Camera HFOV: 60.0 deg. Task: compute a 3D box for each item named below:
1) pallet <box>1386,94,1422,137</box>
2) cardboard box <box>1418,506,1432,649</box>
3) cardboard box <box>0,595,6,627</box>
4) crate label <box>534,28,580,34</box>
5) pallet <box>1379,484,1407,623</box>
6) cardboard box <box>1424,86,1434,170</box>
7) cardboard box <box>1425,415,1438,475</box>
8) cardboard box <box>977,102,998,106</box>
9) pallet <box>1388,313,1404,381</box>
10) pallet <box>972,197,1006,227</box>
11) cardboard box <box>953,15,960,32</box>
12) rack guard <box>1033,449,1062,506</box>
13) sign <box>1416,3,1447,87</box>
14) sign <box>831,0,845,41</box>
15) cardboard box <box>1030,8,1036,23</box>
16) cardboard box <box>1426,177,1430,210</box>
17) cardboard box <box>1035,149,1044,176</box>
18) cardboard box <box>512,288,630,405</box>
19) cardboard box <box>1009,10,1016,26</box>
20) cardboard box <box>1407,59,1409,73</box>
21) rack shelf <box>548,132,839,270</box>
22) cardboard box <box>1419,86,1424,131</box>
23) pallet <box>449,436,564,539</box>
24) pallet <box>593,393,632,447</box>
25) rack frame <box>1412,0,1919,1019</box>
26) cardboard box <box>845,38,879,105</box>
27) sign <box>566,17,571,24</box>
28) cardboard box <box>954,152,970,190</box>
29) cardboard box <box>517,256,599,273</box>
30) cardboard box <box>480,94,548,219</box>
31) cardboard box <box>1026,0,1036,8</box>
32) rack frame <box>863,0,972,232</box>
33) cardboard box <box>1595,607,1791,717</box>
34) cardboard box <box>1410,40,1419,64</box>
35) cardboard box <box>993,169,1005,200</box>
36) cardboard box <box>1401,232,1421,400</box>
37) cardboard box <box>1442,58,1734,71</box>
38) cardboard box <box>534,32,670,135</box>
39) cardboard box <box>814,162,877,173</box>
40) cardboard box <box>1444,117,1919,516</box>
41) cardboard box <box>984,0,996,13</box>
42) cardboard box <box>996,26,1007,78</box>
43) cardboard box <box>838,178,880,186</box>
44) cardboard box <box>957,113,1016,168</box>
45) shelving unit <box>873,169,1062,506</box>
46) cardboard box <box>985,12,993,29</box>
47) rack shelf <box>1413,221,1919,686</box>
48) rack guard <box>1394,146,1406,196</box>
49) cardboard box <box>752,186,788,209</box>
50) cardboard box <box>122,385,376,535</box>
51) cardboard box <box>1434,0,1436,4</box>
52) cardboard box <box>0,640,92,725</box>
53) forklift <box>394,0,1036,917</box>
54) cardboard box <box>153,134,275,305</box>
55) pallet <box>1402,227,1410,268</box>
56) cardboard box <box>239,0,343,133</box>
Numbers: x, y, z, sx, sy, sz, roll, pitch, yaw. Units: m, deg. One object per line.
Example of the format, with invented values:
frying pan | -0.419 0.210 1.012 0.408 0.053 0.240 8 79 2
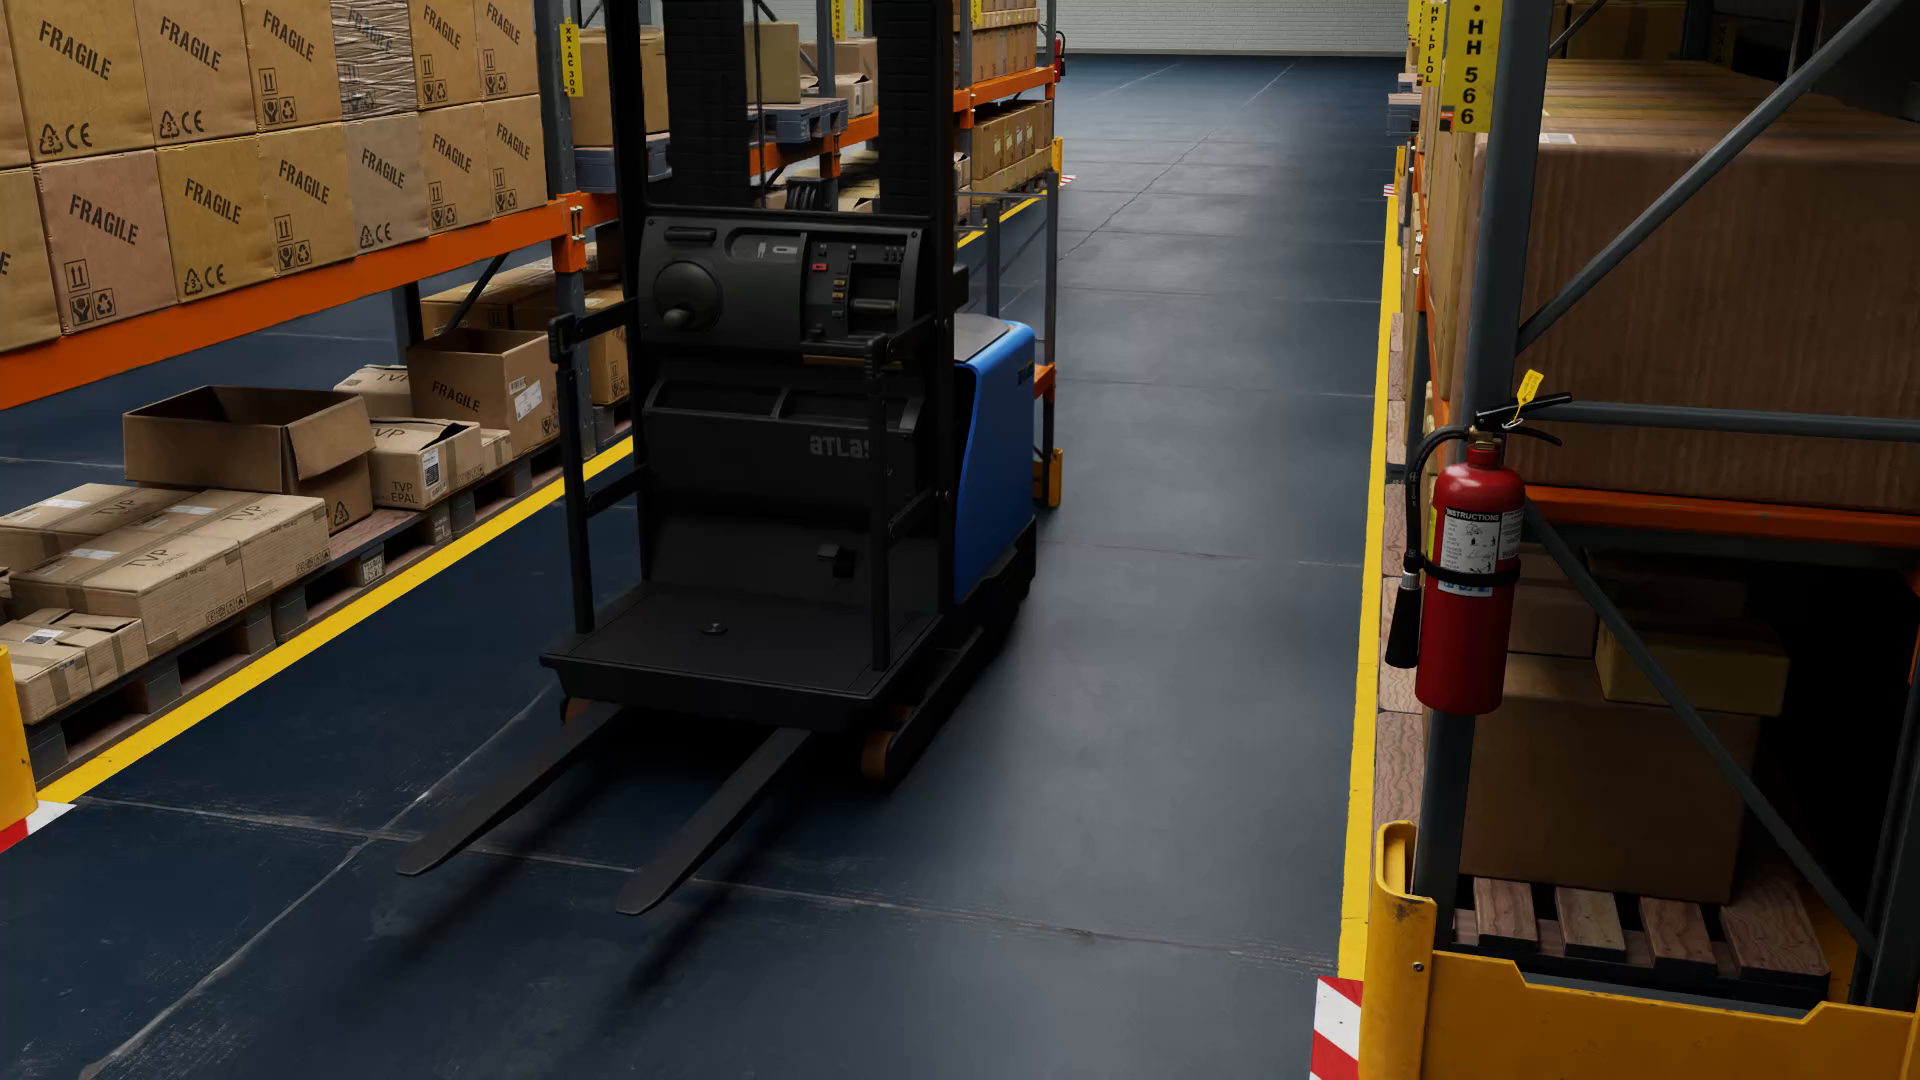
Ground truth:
pallet | 3.510 -2.870 11.247 1.213 0.211 1.003 5 19 13
cardboard box | 1.803 0.221 5.118 0.700 0.500 0.500 4 19 12
cardboard box | -3.426 0.173 5.227 0.500 0.500 0.500 5 19 13
crate label | -4.400 -5.437 18.412 0.502 0.435 0.616 5 19 13
pallet | 2.200 0.076 6.637 1.003 0.211 1.213 5 19 13
cardboard box | 2.446 -1.998 7.751 0.500 0.500 0.500 5 19 14
cardboard box | 1.792 -0.315 5.684 0.380 0.149 0.250 4 19 12
cardboard box | 0.123 -4.572 18.375 0.500 0.500 0.500 5 19 13
pallet | 3.174 -1.168 10.282 1.003 0.211 1.213 5 19 13
pallet | -0.153 -3.299 16.520 1.003 0.211 1.213 5 19 13
cardboard box | -0.134 -4.796 15.430 0.380 0.149 0.250 5 19 13
rack guard | 0.179 -0.310 7.709 0.587 0.250 0.087 5 20 15
sign | 1.934 -2.026 6.809 0.100 0.325 0.005 5 19 13
sign | -0.836 -3.590 11.388 0.100 0.325 0.005 5 19 13
cardboard box | 0.618 -5.764 18.264 0.380 0.149 0.250 5 20 15
cardboard box | 2.309 -1.575 7.517 0.380 0.149 0.250 5 19 14
cardboard box | 0.635 -4.175 18.375 0.500 0.250 0.500 5 19 13
cardboard box | -1.988 -1.023 8.729 0.500 0.500 0.500 4 19 11
cardboard box | 0.366 -5.440 17.316 0.380 0.149 0.250 5 20 15
cardboard box | 4.598 -4.566 16.116 0.500 0.250 0.500 5 19 14
rack shelf | -1.854 -2.152 9.960 1.077 0.370 4.000 5 19 13
cardboard box | 2.936 -2.631 9.605 0.500 0.500 0.500 5 20 15
pallet | -2.511 -0.331 7.829 1.003 0.211 1.213 5 19 13
pallet | -2.180 -0.804 9.214 1.003 0.211 1.213 5 19 13
rack frame | 1.485 -0.222 3.196 1.000 3.000 0.127 5 19 13
cardboard box | -0.842 -3.859 13.689 0.500 0.500 0.500 5 19 13
sign | -4.745 -6.195 20.255 0.100 0.325 0.005 5 19 13
cardboard box | -0.209 -3.386 15.197 0.500 0.311 0.500 5 19 13
cardboard box | -2.248 -1.379 9.772 0.500 0.500 0.500 5 19 14
cardboard box | -2.216 -1.736 7.474 0.500 0.500 0.500 5 19 14
cardboard box | 0.450 -6.126 18.320 0.700 0.500 0.500 5 19 14
rack frame | -0.388 -4.373 15.349 1.000 3.000 0.127 5 19 13
cardboard box | 1.722 0.283 3.932 0.380 0.149 0.250 5 19 14
cardboard box | 4.232 -4.449 14.613 0.500 0.500 0.500 5 19 13
cardboard box | 0.147 -3.548 16.539 0.500 0.250 0.500 5 19 13
cardboard box | 2.709 -1.150 8.589 0.750 0.750 0.750 5 20 15
cardboard box | 2.314 -1.449 6.324 0.980 0.700 0.700 5 19 14
cardboard box | -1.903 -2.463 8.953 0.700 0.500 0.500 8 20 22
cardboard box | -0.983 -3.107 14.380 0.500 0.311 0.500 4 19 12
cardboard box | 1.600 -0.524 3.618 0.980 0.700 0.700 6 20 16
cardboard box | -0.040 -5.489 16.456 0.700 0.500 0.500 5 19 13
cardboard box | 0.088 -5.043 17.157 0.700 0.500 0.500 5 20 15
cardboard box | -0.705 -2.748 13.329 0.500 0.311 0.500 4 19 12
cardboard box | 0.273 -4.059 16.876 0.500 0.500 0.500 5 19 13
shelving unit | 0.043 -0.747 7.053 0.587 1.500 1.083 5 20 15
cardboard box | 0.114 -5.116 16.368 0.380 0.149 0.250 4 19 12
rack shelf | 1.973 -0.508 5.147 1.077 0.370 4.000 5 19 13
rack guard | 5.376 -4.030 18.212 1.175 0.500 0.348 5 19 13
cardboard box | -1.376 -2.170 10.925 0.500 0.250 0.500 5 20 15
cardboard box | -2.796 -0.303 6.616 0.797 0.503 0.637 5 19 13
cardboard box | 2.830 -2.834 9.038 0.500 0.250 0.500 5 19 14
cardboard box | -2.884 0.425 5.032 0.380 0.149 0.250 5 19 13
forklift | -0.628 -0.793 4.974 1.130 2.935 3.031 6 20 16
cardboard box | -2.709 -1.096 5.602 0.500 0.500 0.500 5 19 13
pallet | 4.228 -2.419 13.943 1.003 0.211 1.213 5 19 13
cardboard box | -2.585 -1.731 5.912 0.500 0.500 0.500 4 19 13
